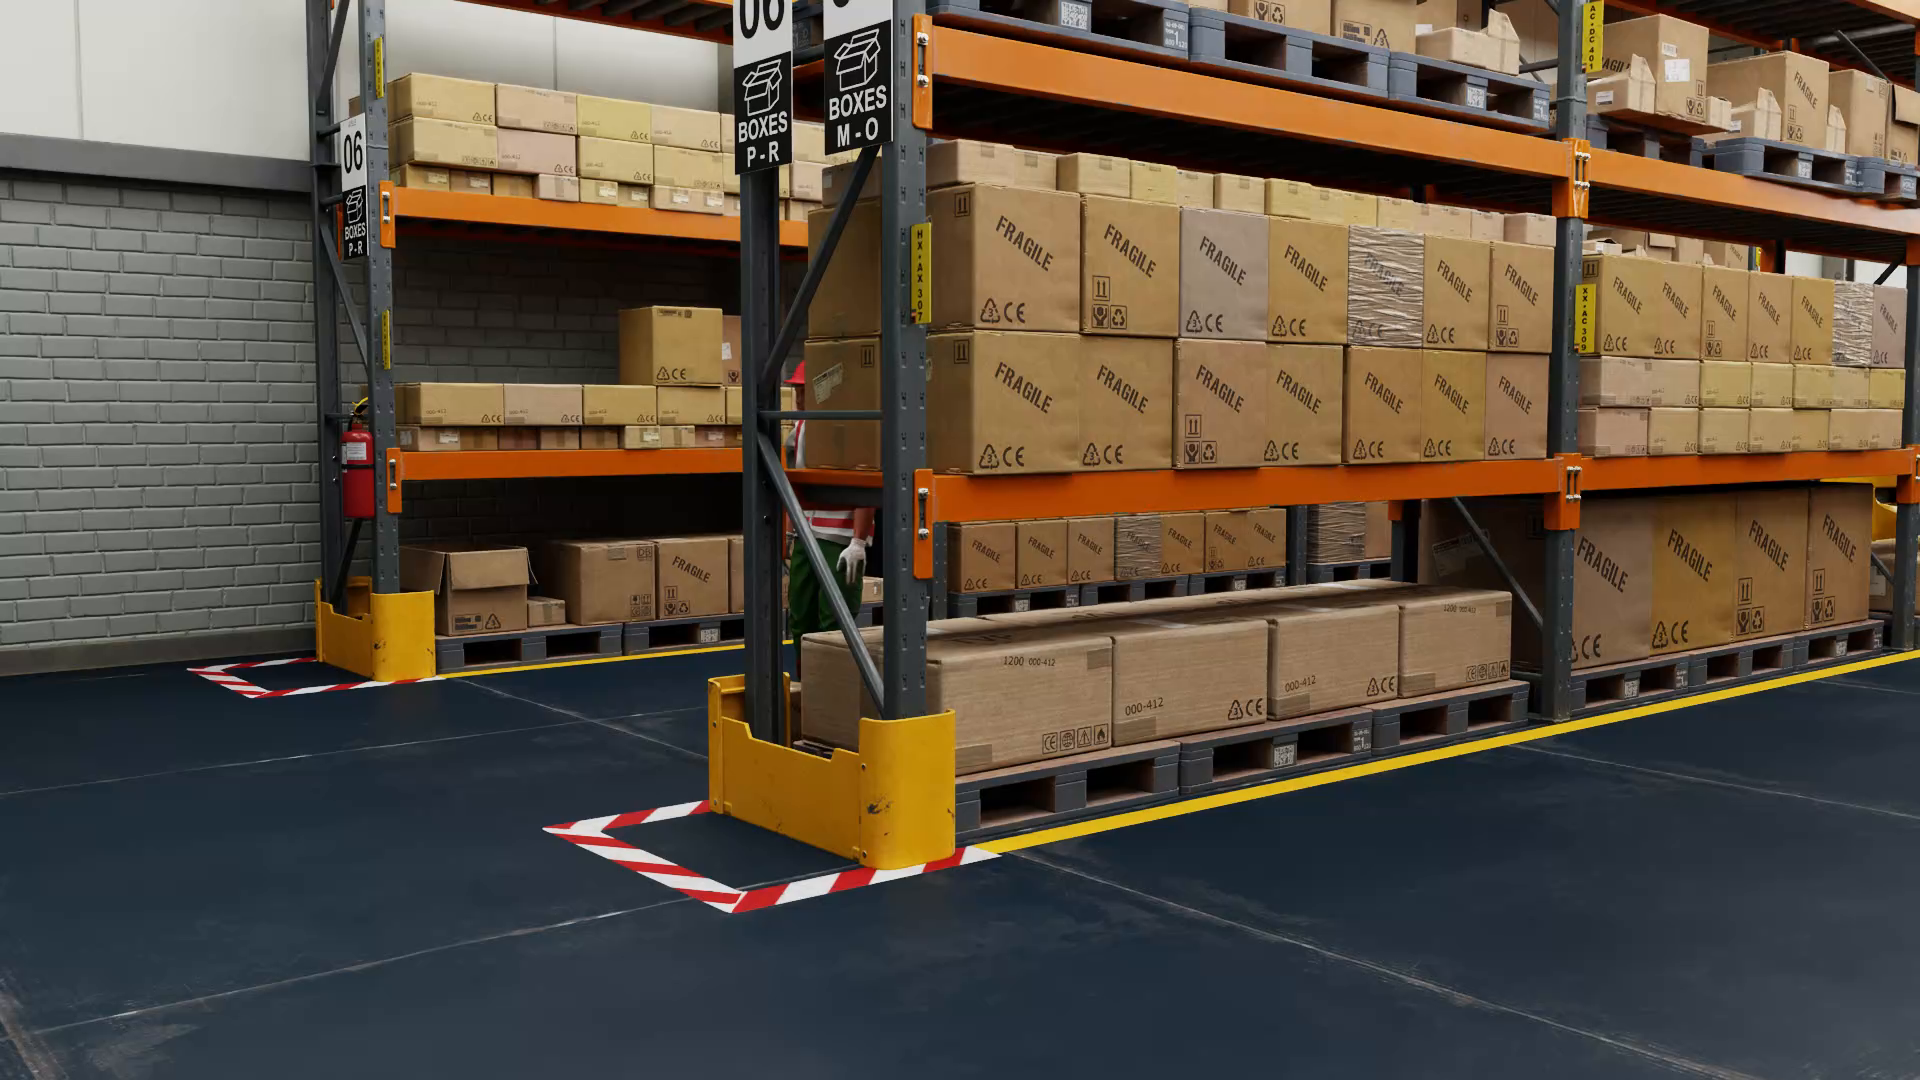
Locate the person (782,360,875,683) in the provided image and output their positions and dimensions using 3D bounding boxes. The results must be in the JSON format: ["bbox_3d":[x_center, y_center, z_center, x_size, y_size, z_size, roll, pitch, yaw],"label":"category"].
[{"bbox_3d":[-0.645,0.035,7.840,0.450,1.780,0.623,-4,6,-43],"label":"person"}]
